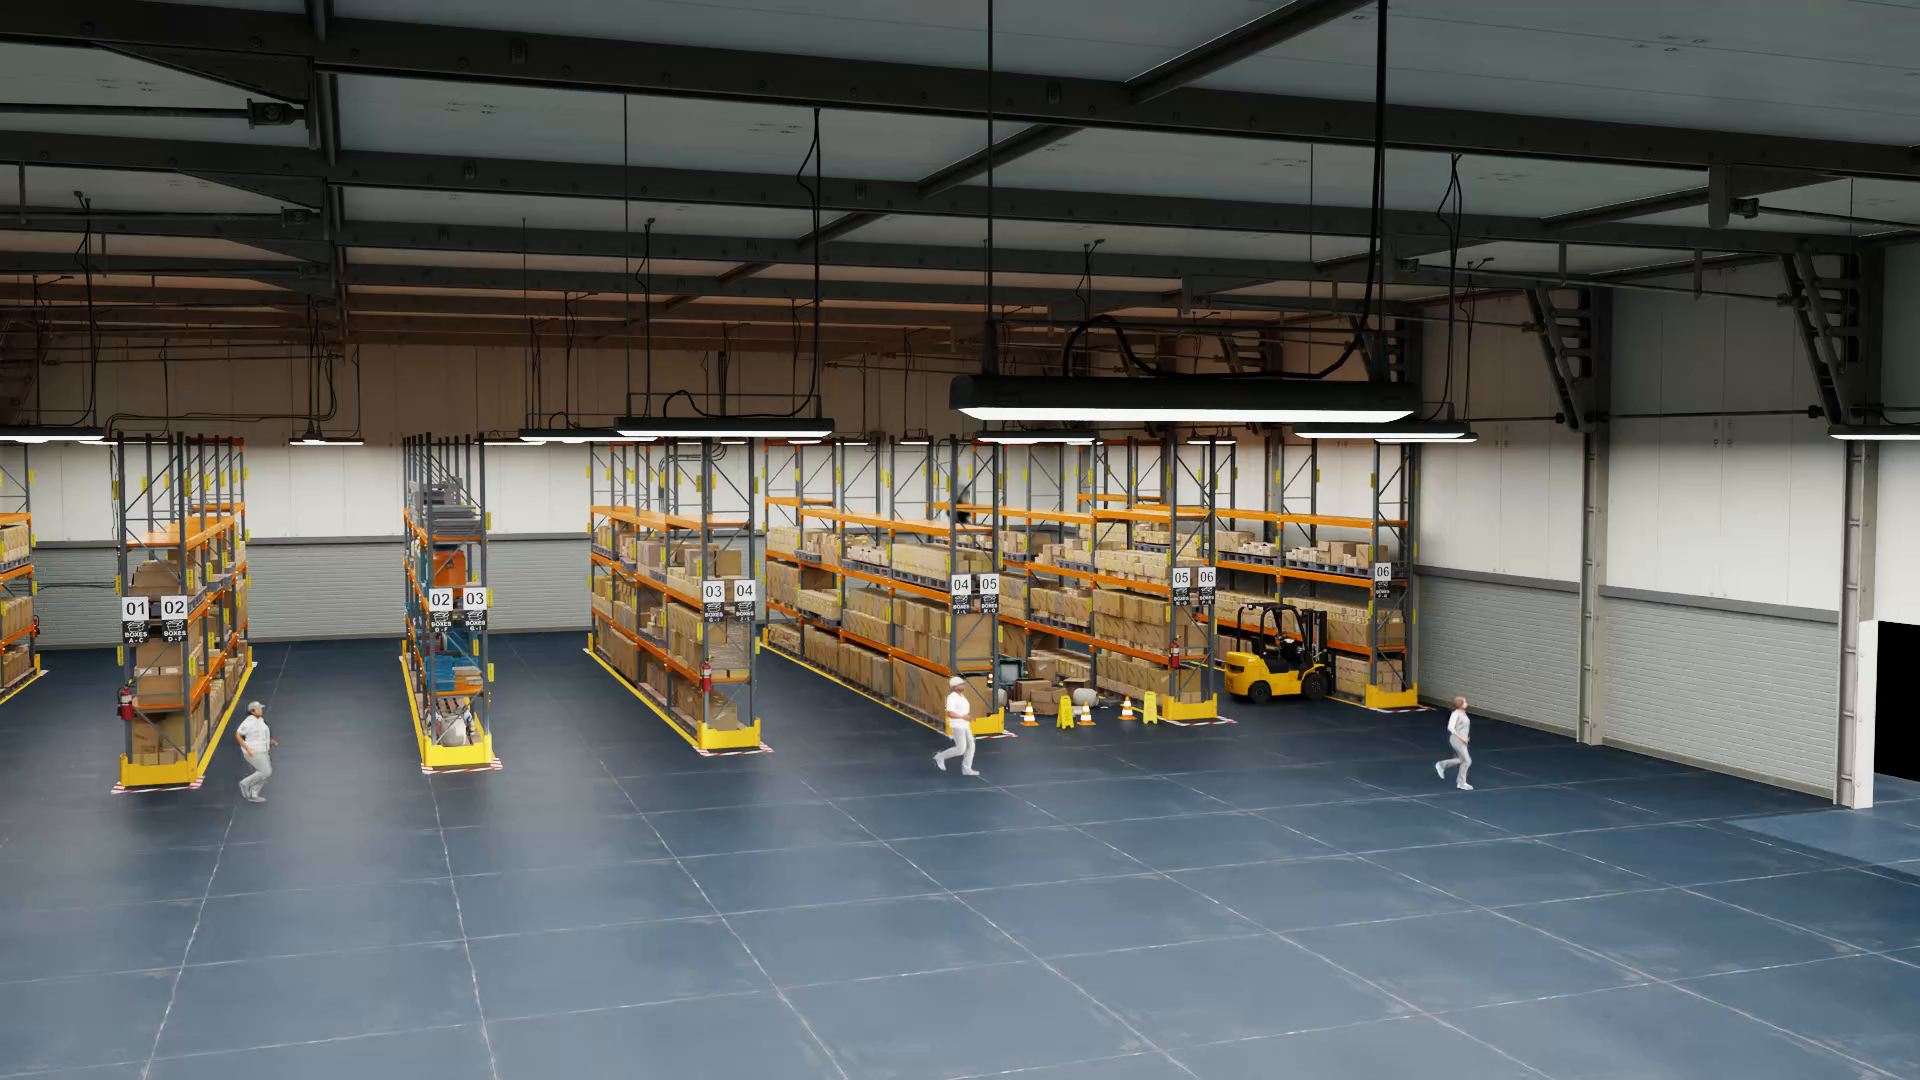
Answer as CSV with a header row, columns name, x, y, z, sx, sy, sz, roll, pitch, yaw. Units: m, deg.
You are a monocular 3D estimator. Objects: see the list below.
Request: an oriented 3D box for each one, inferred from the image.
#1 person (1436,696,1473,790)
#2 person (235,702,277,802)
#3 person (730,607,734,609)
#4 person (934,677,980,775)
name,x,y,z,sx,sy,sz,roll,pitch,yaw
person,8.322,3.399,27.987,0.641,1.564,0.562,2,4,28
person,-11.329,3.429,26.857,0.549,1.612,0.597,0,3,2
person,-6.941,2.261,48.317,0.802,1.651,0.571,1,3,13
person,-0.041,3.248,29.034,0.795,1.733,0.712,1,3,17
